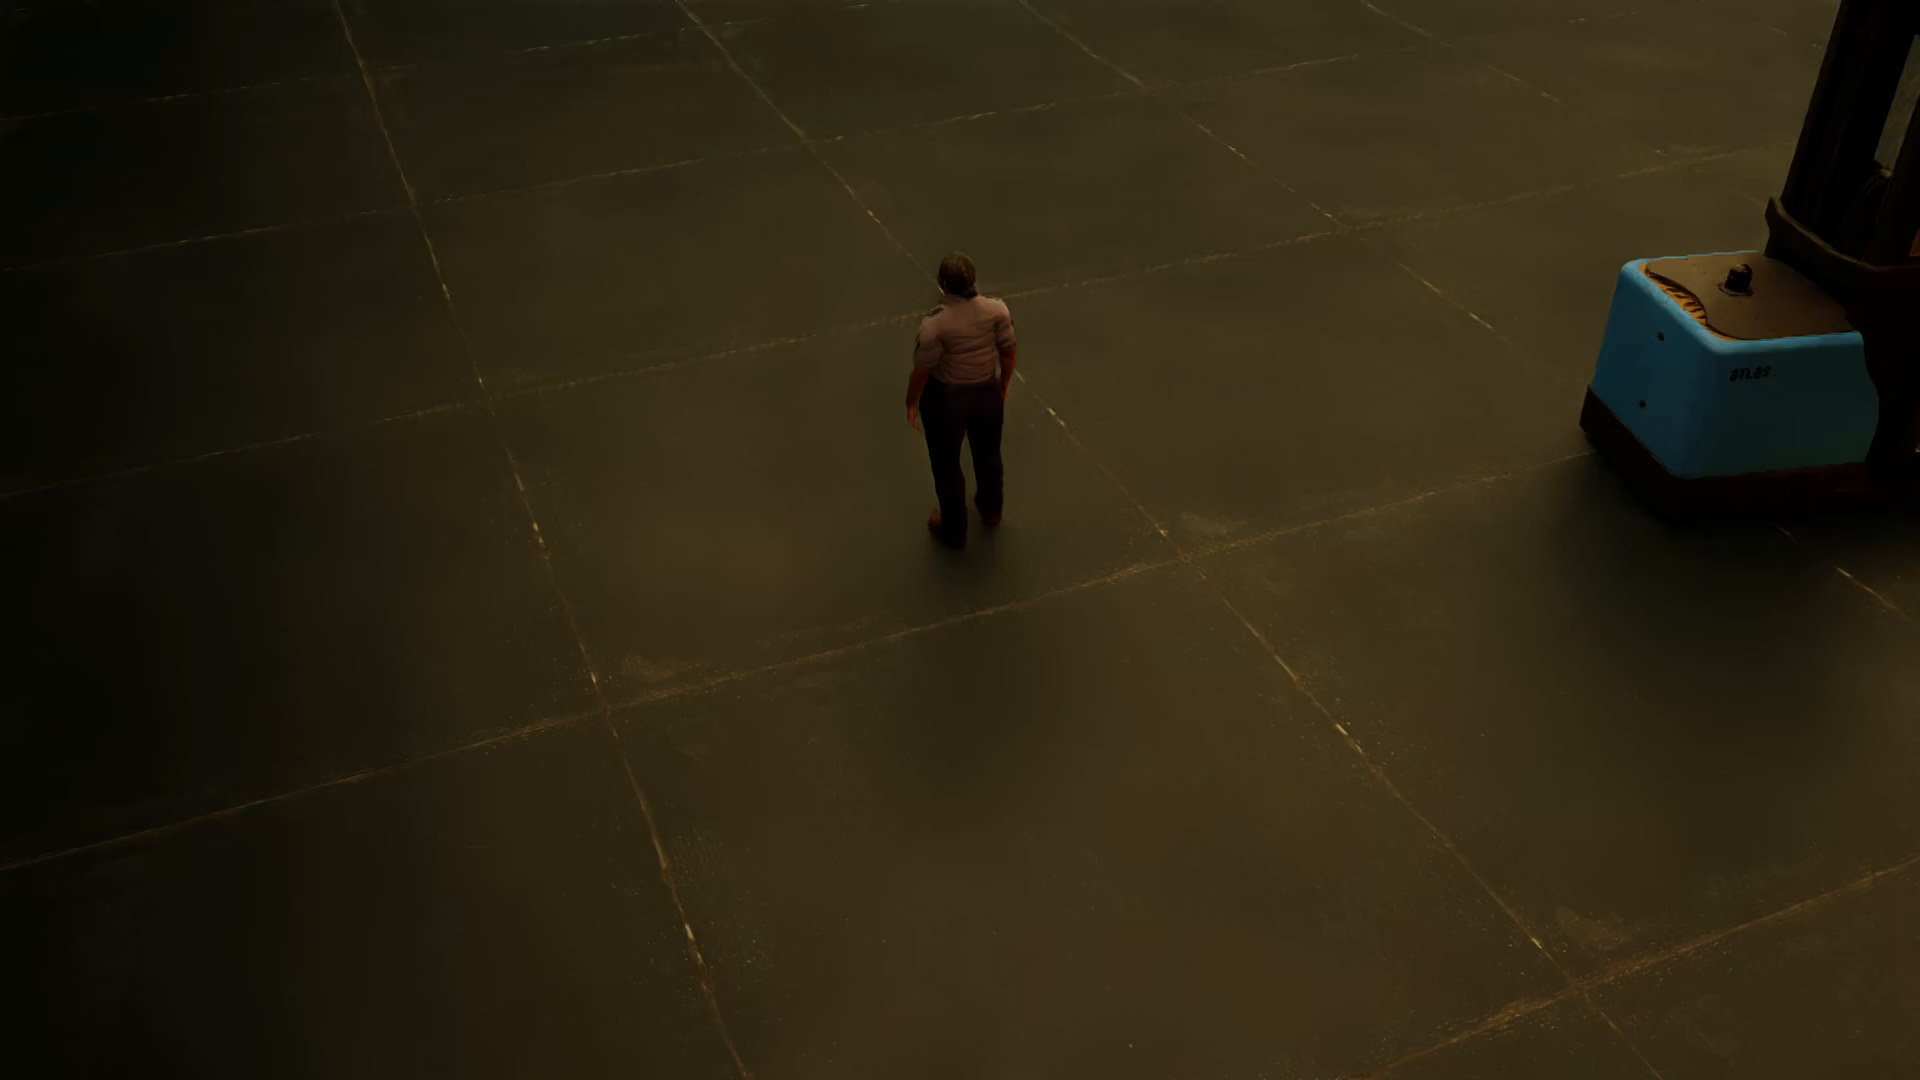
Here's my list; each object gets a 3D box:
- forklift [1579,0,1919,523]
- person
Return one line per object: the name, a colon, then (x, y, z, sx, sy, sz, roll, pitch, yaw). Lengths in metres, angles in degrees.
forklift: (5.077, -1.686, 8.470, 3.031, 2.935, 1.130, -6, 36, -8)
person: (-0.014, -0.730, 8.221, 0.599, 1.650, 0.502, -14, 38, -19)
